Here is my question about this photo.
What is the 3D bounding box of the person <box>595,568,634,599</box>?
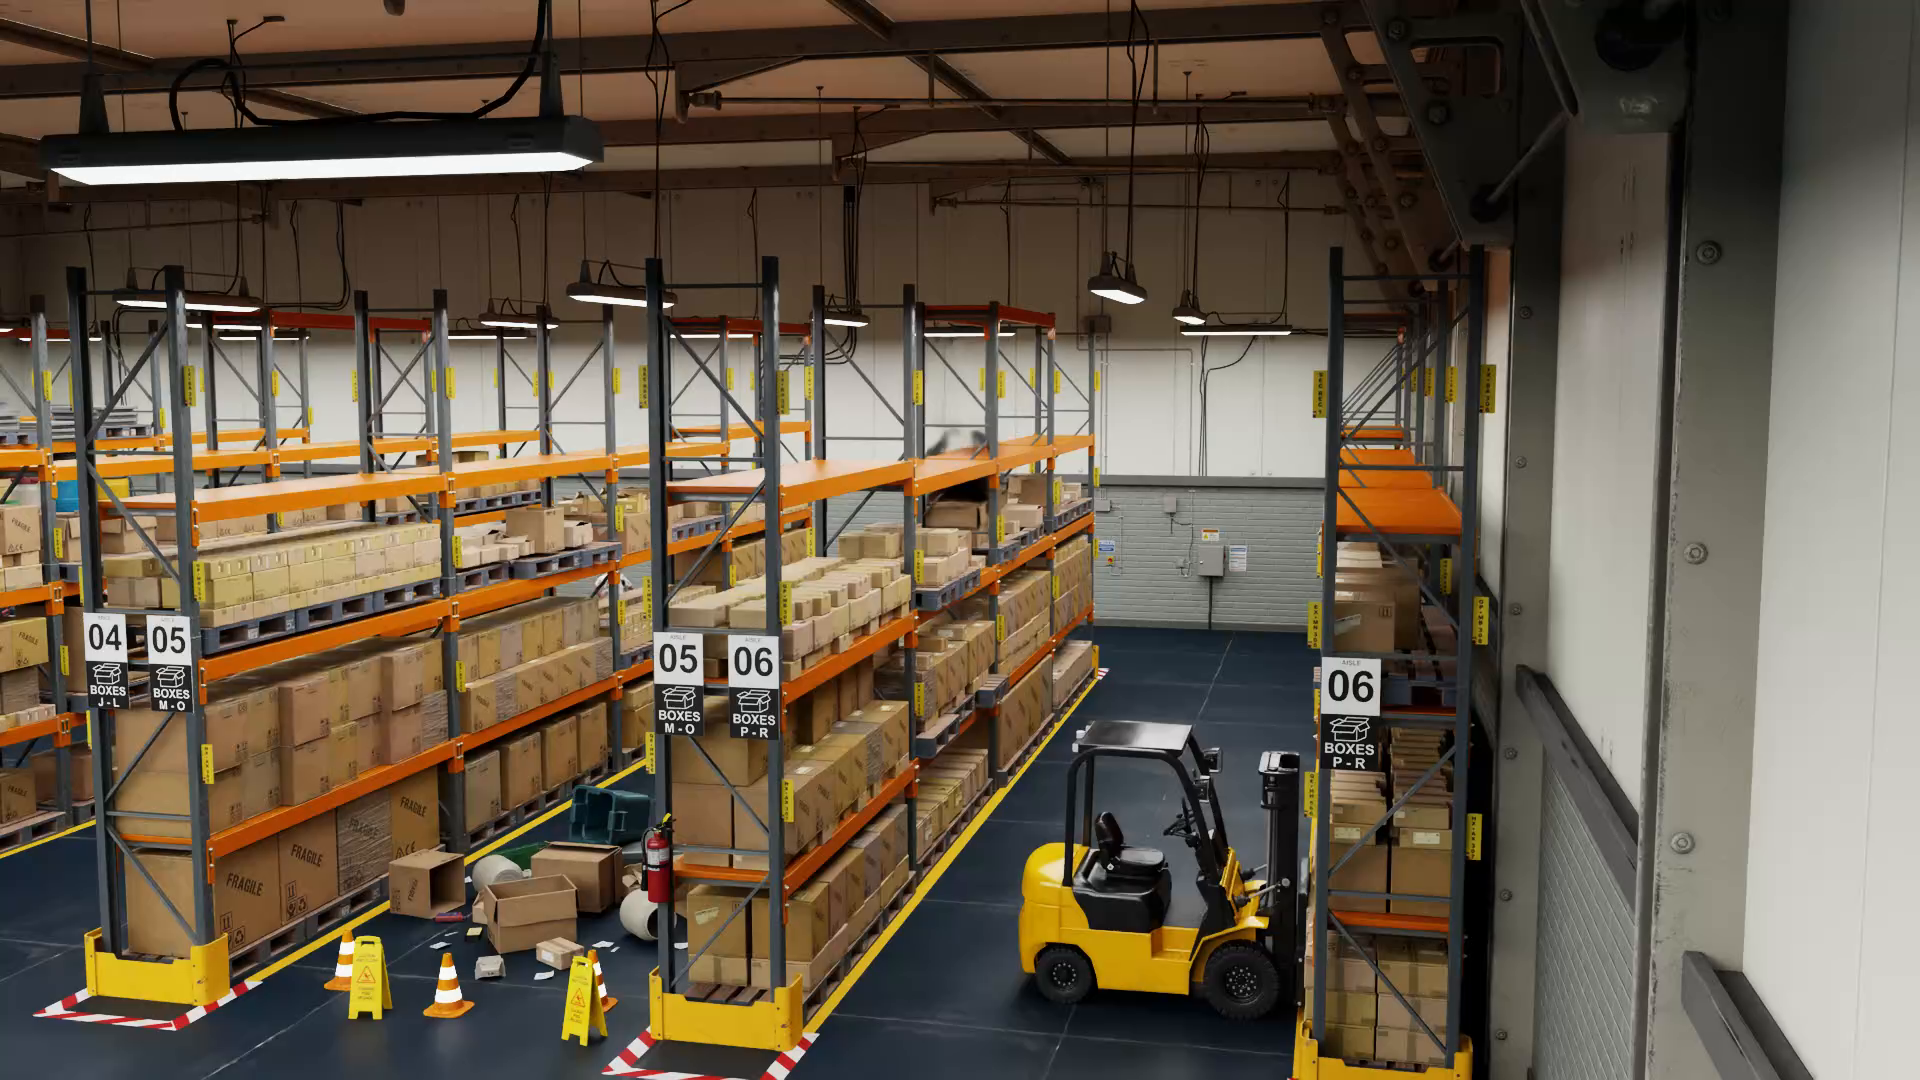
[{"bbox_3d":[-6.221,1.216,30.685,0.971,1.708,0.773,-4,7,-31],"label":"person"}]
